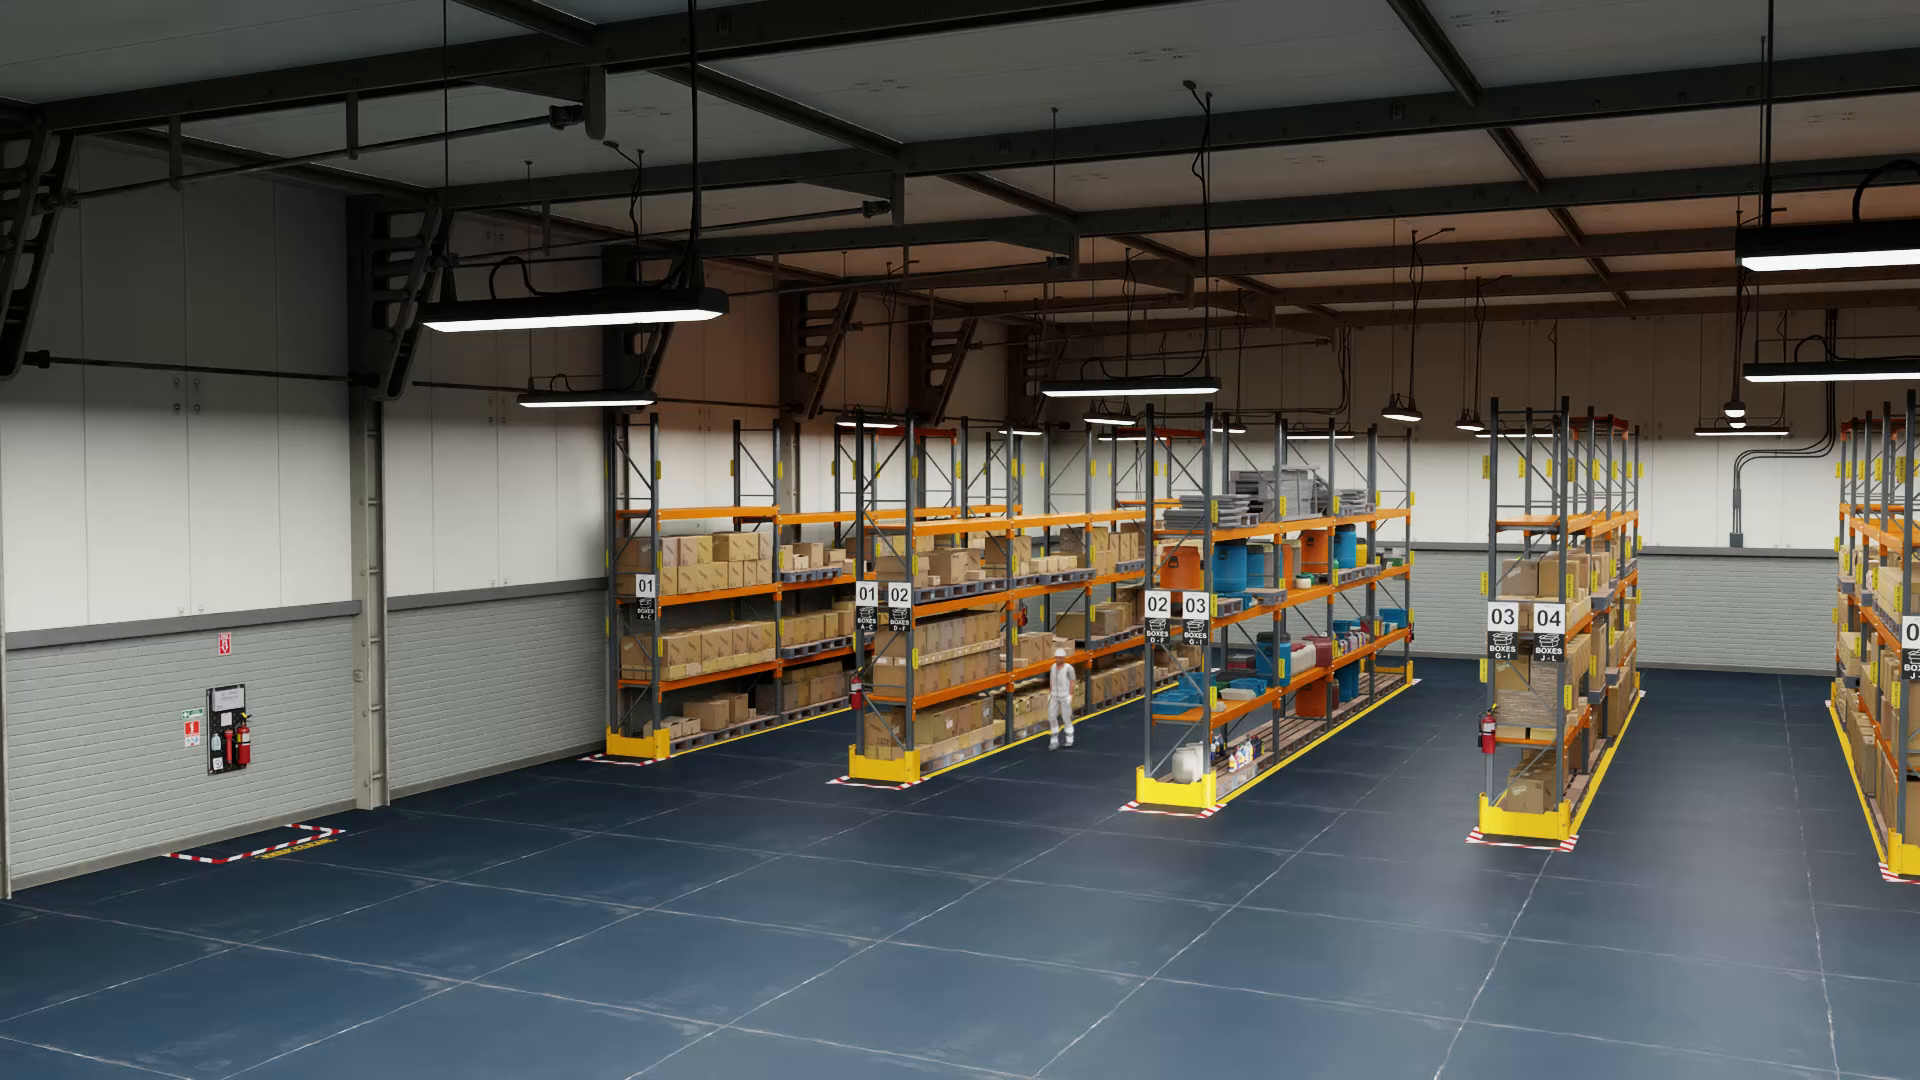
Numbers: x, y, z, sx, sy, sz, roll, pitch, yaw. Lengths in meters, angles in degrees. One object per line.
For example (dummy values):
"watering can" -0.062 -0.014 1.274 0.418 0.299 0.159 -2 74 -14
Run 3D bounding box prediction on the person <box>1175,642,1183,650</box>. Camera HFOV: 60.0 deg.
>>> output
"person" 6.073 2.262 43.838 0.803 1.762 0.639 2 3 35

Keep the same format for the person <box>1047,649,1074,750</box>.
"person" 1.806 2.863 29.909 0.623 1.825 0.596 2 3 38
